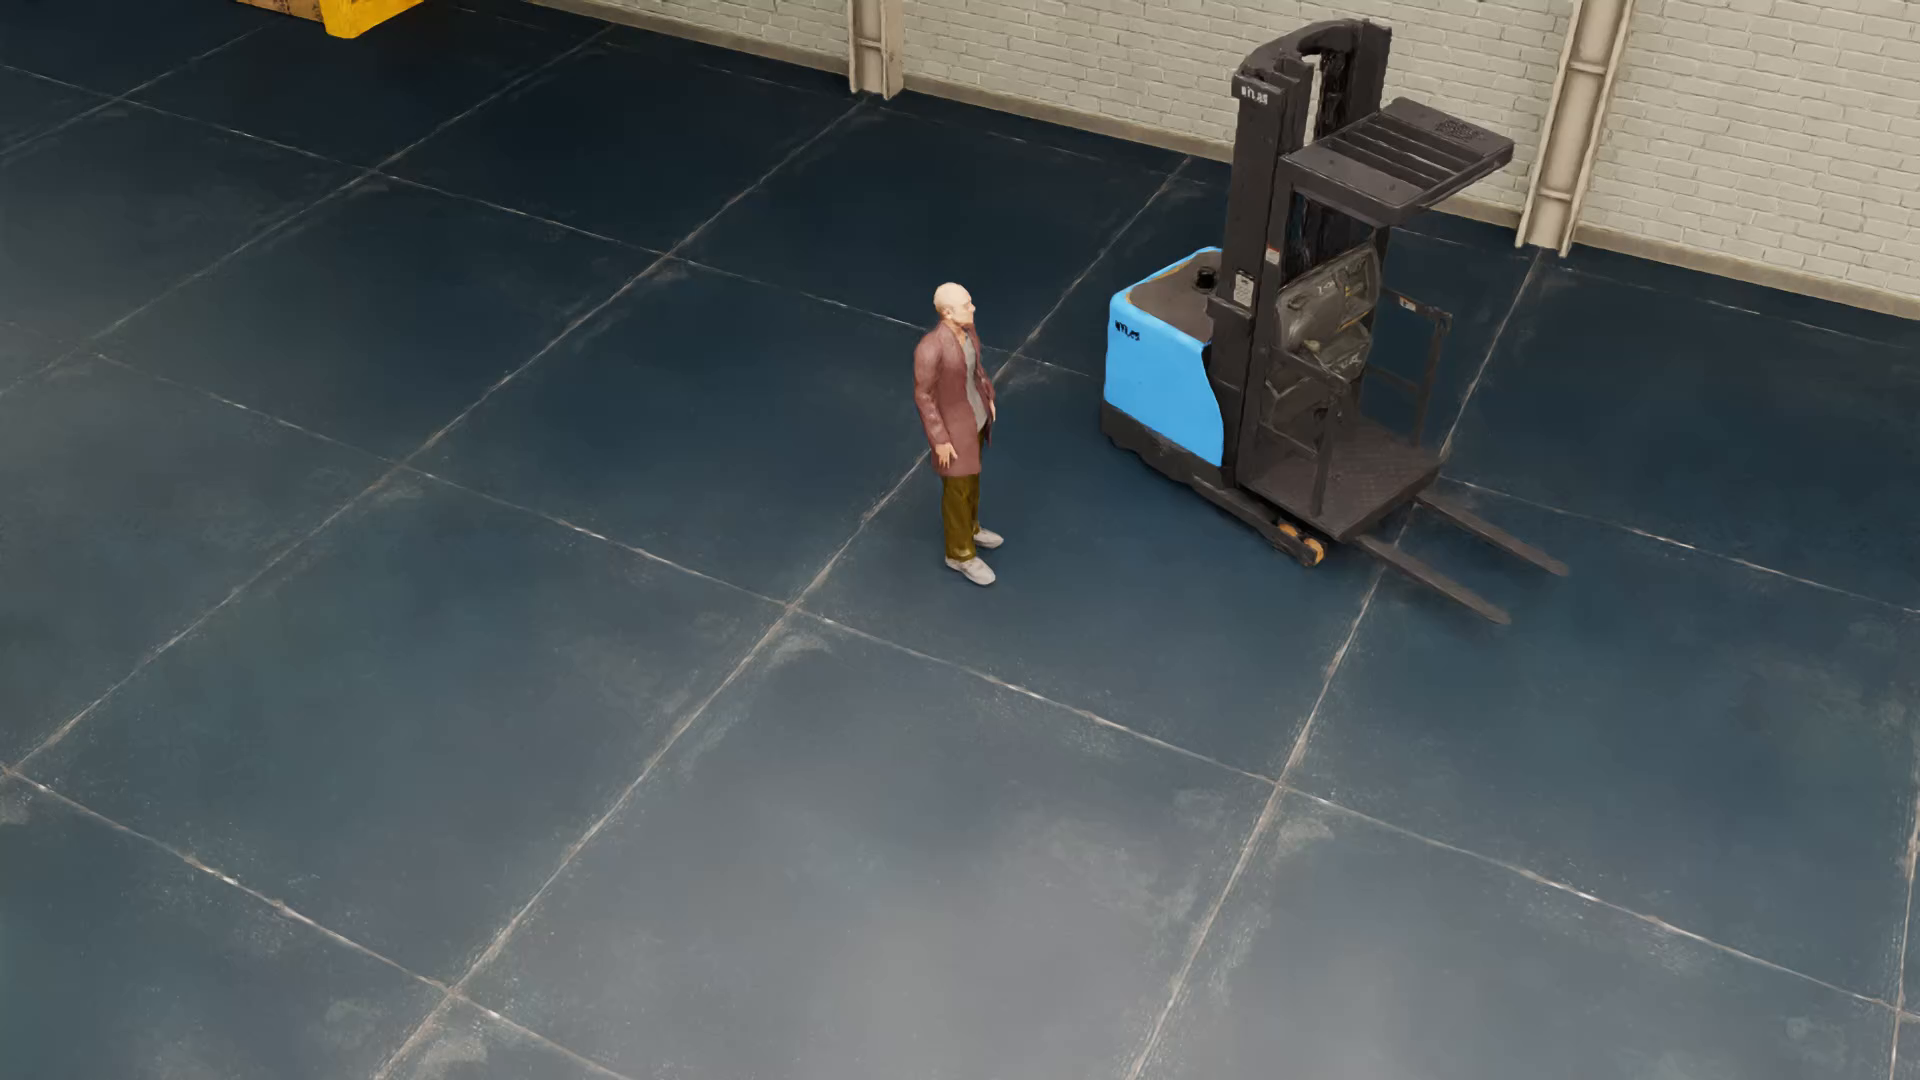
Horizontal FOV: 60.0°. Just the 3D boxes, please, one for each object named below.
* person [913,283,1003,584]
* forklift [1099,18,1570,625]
[{"bbox_3d":[0.079,-0.656,9.649,0.580,1.776,0.694,18,43,21],"label":"person"},{"bbox_3d":[2.292,-1.337,9.574,1.130,2.935,3.031,-31,49,-31],"label":"forklift"}]
